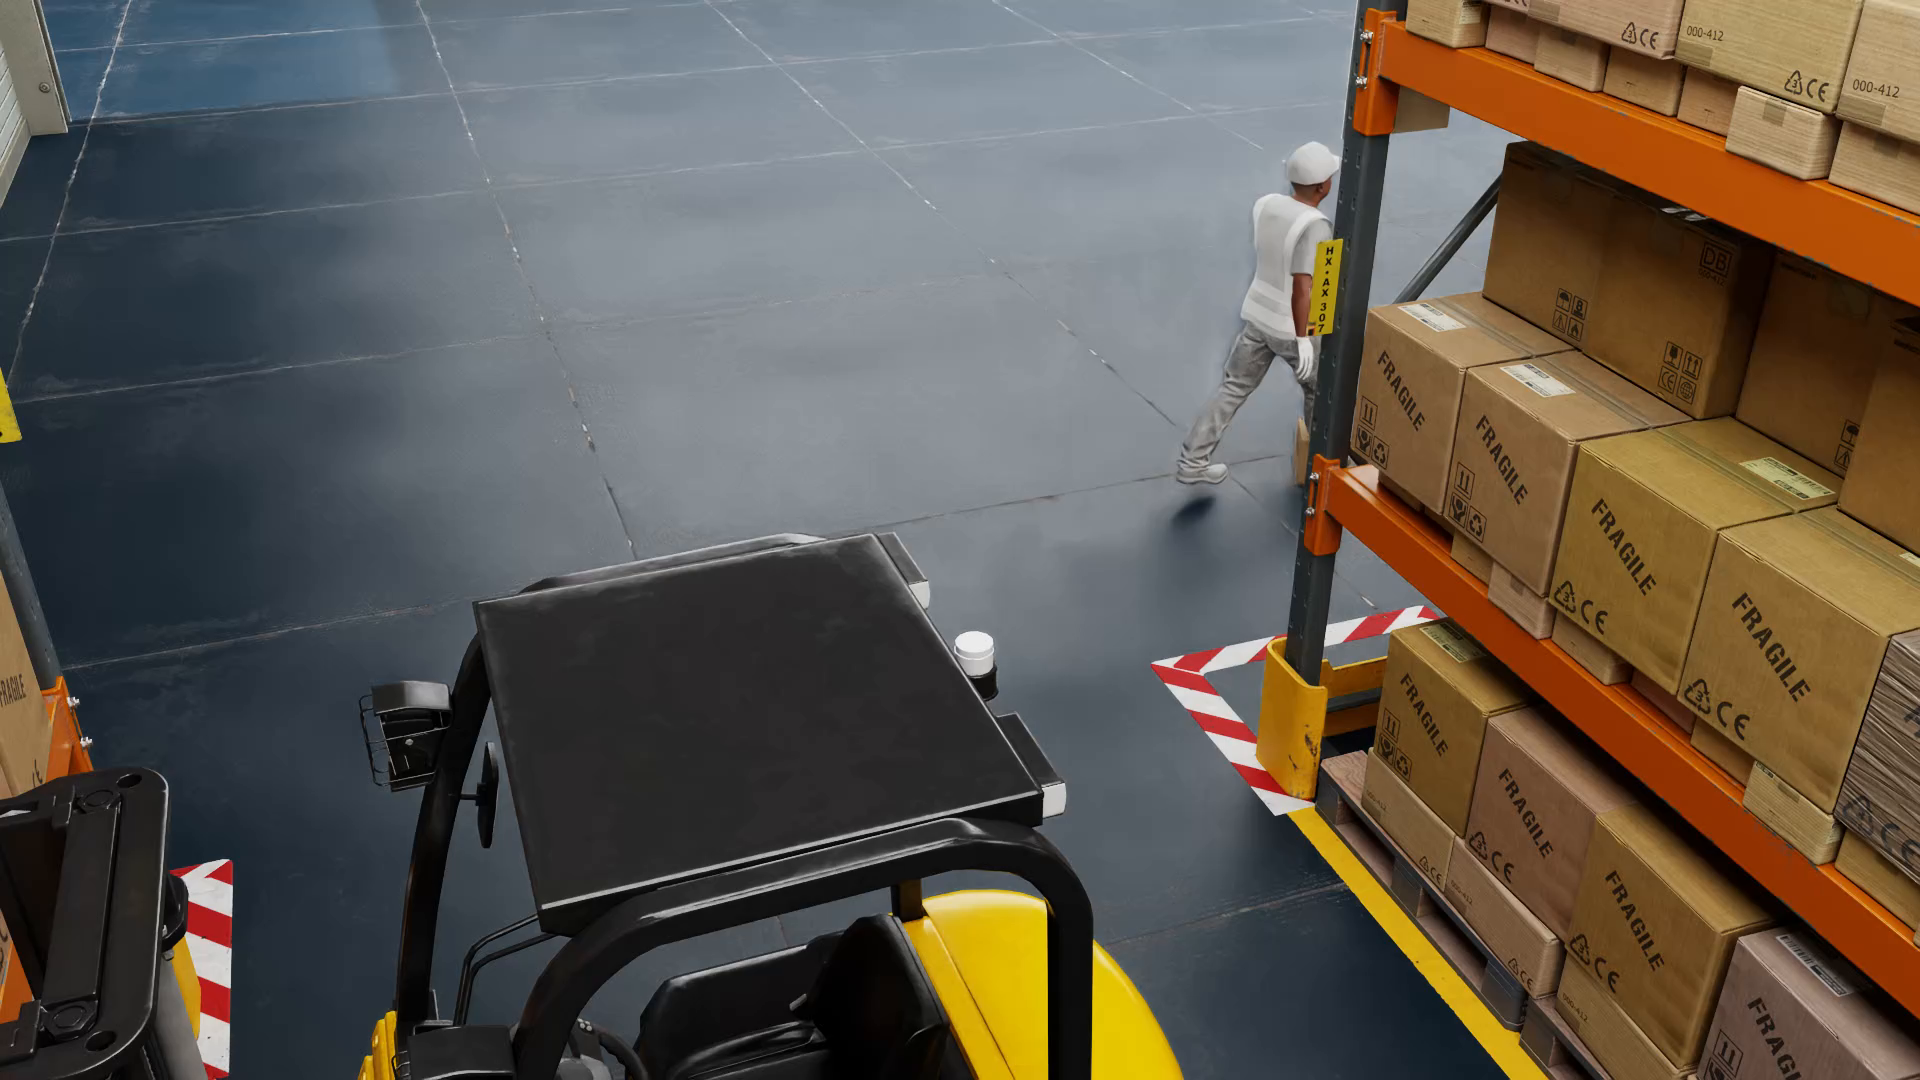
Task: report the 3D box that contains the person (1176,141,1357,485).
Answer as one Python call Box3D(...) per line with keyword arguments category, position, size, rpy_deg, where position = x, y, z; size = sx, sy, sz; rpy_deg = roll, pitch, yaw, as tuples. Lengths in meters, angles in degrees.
Box3D(category="person", position=(1.604, -1.047, 8.001), size=(1.109, 1.733, 0.671), rpy_deg=(-16, 33, -26))
